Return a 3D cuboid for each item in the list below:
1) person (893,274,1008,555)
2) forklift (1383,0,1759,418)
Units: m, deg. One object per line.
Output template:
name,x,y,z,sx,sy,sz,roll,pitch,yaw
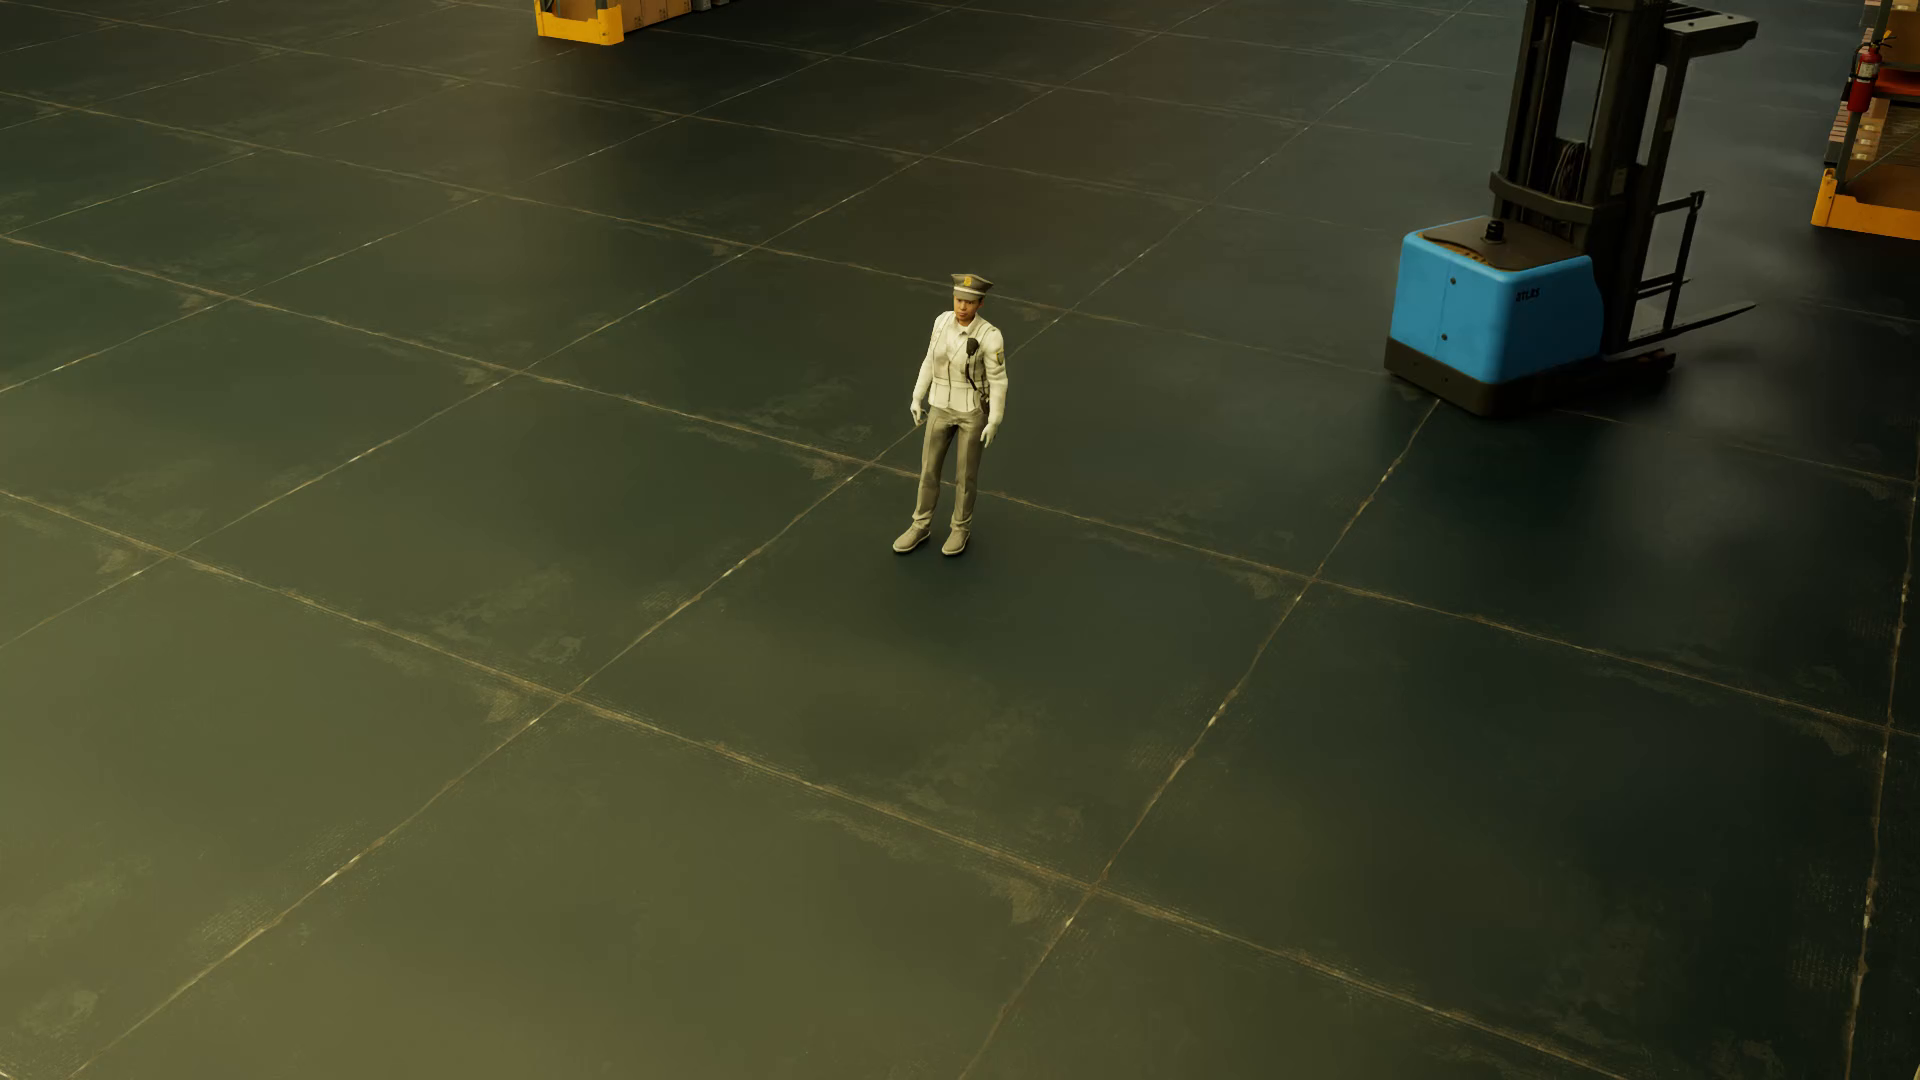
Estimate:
person,-0.039,-0.712,9.527,0.588,1.695,0.531,15,33,25
forklift,4.599,-2.636,11.639,3.031,2.935,1.130,-16,34,-26
